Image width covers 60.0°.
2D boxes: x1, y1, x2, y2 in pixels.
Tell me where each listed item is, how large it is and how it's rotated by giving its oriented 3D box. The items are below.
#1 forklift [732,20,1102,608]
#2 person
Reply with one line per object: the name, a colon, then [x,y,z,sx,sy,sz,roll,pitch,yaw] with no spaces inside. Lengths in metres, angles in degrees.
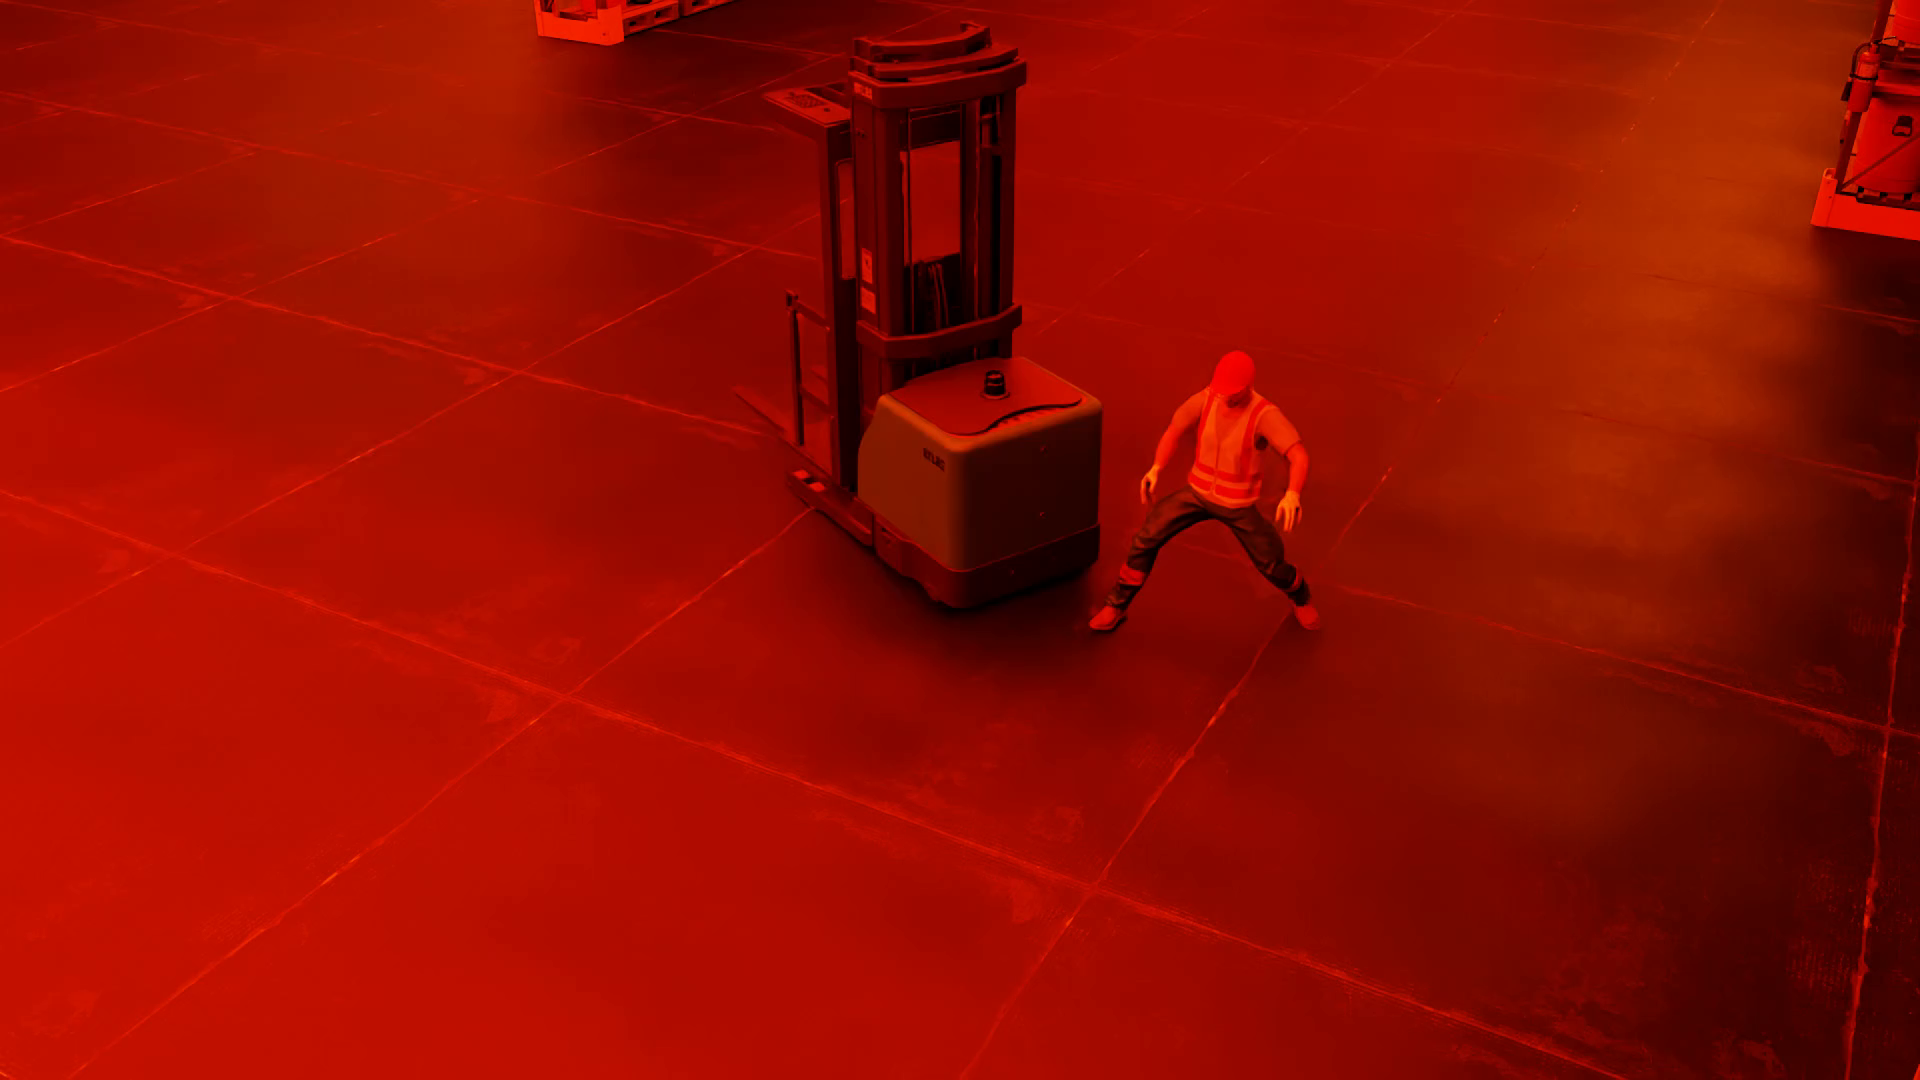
forklift: [-0.434,-1.581,9.811,1.130,2.935,3.031,-19,35,-29]
person: [1.380,-0.225,8.823,1.042,1.608,0.995,18,35,28]
